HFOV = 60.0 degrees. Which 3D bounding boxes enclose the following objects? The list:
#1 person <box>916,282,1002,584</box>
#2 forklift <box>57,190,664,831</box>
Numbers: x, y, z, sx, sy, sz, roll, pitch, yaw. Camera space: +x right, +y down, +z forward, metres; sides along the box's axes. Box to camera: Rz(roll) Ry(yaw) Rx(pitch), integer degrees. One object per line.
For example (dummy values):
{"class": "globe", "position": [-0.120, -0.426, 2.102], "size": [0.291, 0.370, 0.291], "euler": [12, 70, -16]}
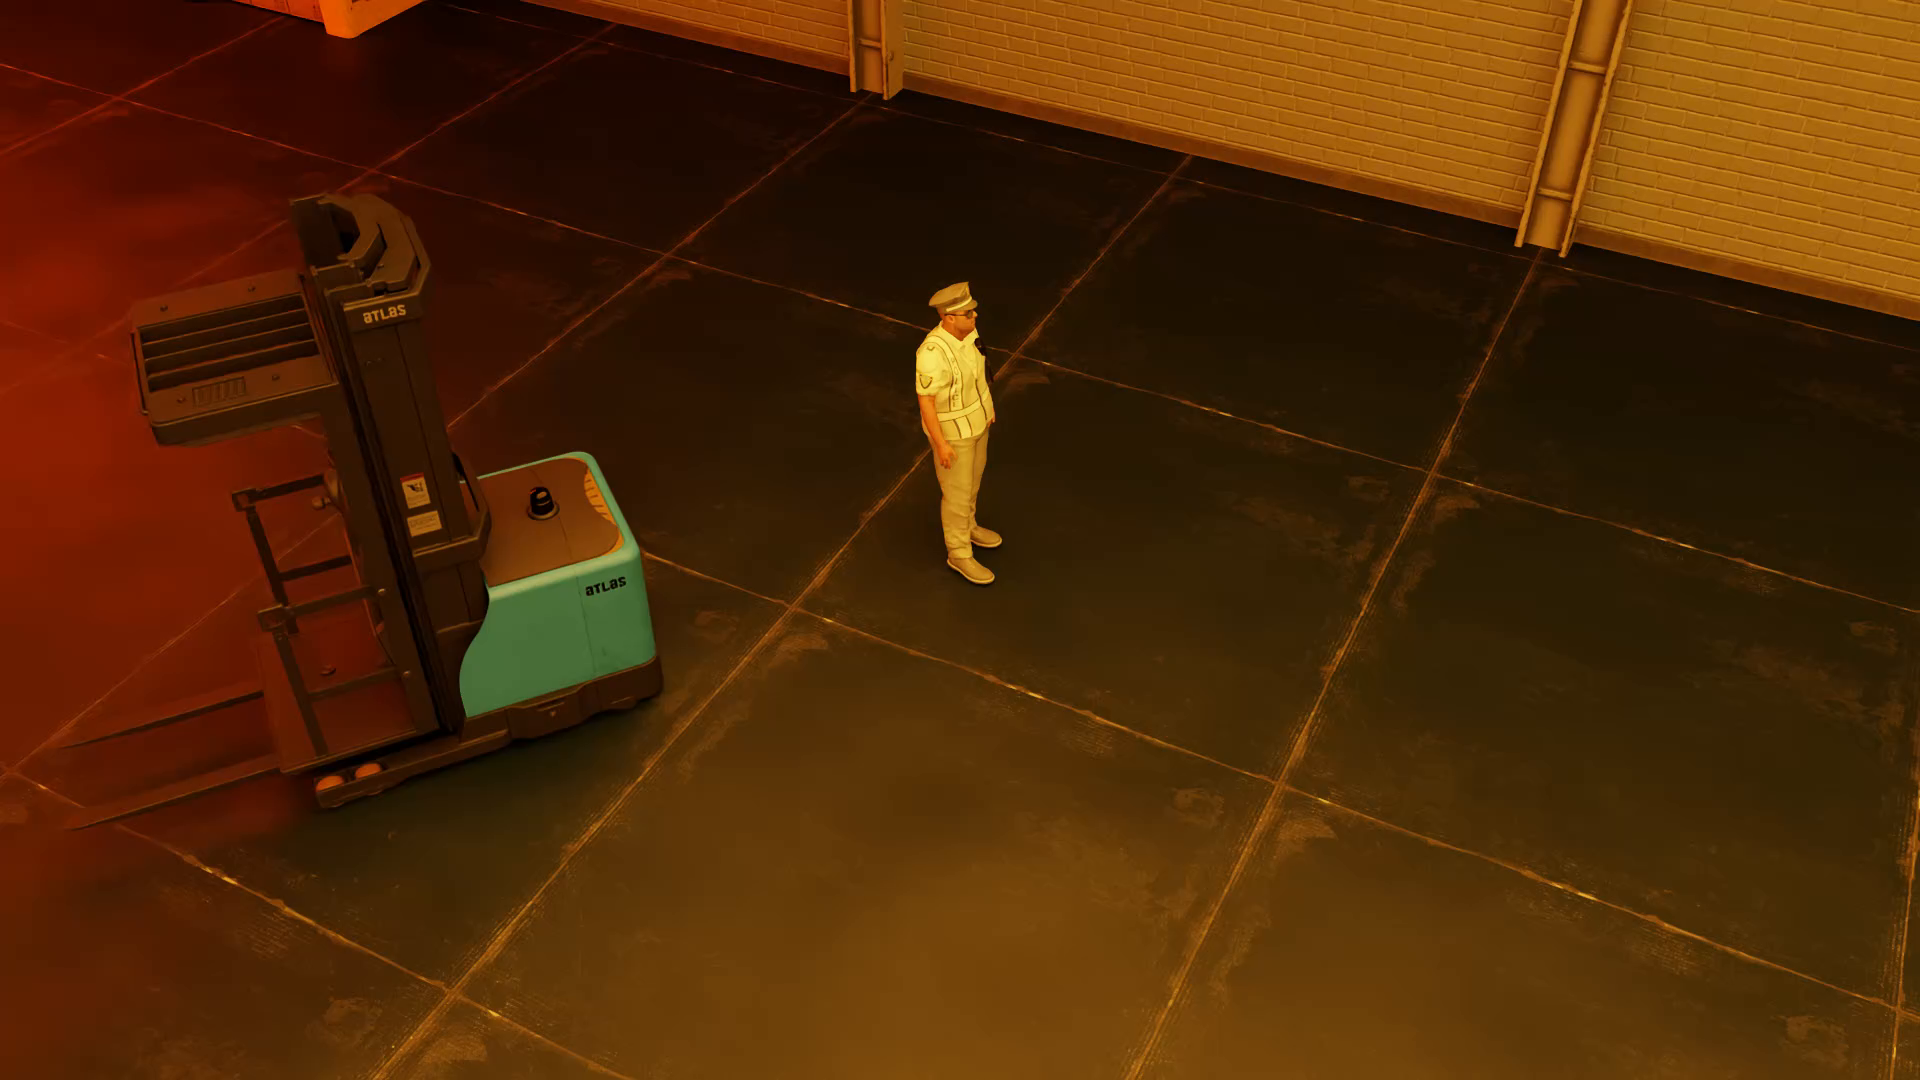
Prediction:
{"class": "person", "position": [0.064, -0.658, 9.647], "size": [0.574, 1.780, 0.641], "euler": [18, 43, 21]}
{"class": "forklift", "position": [-3.200, -0.127, 8.137], "size": [3.031, 2.935, 1.130], "euler": [-17, 43, -19]}
